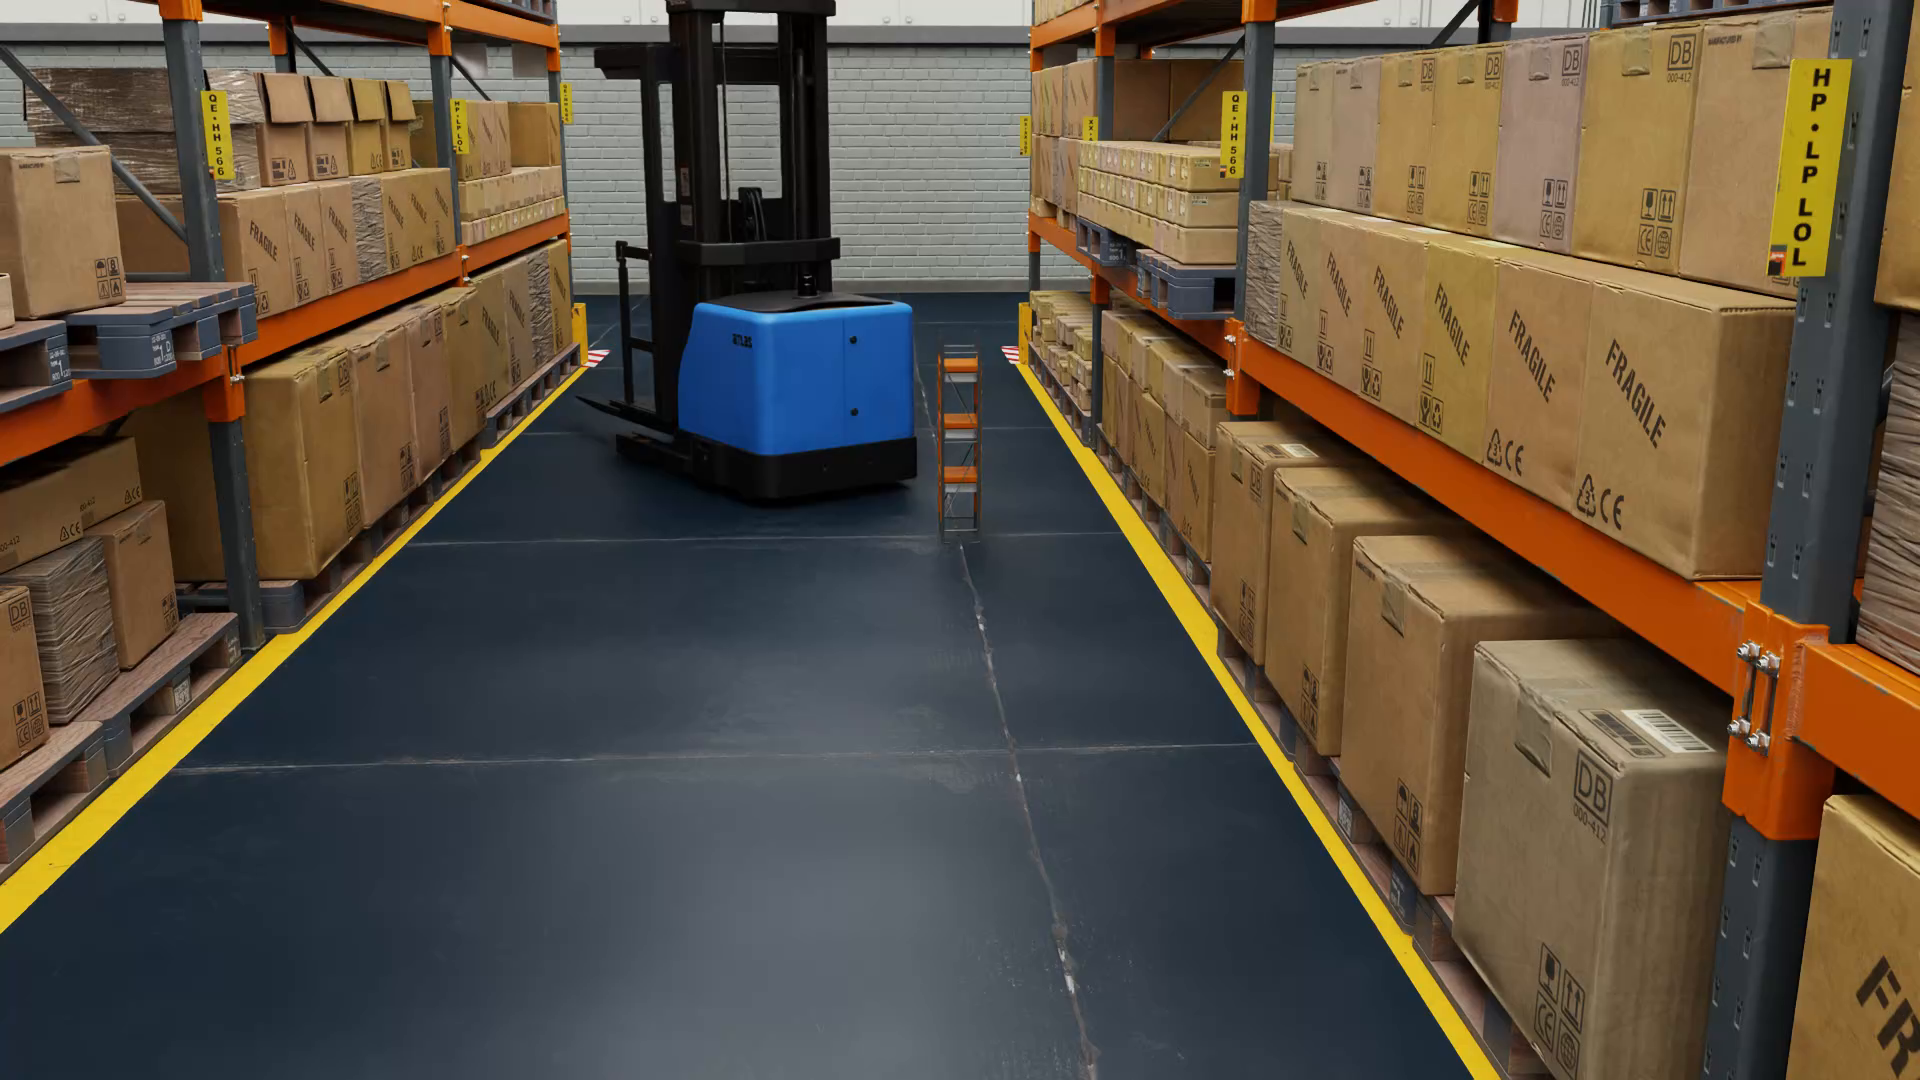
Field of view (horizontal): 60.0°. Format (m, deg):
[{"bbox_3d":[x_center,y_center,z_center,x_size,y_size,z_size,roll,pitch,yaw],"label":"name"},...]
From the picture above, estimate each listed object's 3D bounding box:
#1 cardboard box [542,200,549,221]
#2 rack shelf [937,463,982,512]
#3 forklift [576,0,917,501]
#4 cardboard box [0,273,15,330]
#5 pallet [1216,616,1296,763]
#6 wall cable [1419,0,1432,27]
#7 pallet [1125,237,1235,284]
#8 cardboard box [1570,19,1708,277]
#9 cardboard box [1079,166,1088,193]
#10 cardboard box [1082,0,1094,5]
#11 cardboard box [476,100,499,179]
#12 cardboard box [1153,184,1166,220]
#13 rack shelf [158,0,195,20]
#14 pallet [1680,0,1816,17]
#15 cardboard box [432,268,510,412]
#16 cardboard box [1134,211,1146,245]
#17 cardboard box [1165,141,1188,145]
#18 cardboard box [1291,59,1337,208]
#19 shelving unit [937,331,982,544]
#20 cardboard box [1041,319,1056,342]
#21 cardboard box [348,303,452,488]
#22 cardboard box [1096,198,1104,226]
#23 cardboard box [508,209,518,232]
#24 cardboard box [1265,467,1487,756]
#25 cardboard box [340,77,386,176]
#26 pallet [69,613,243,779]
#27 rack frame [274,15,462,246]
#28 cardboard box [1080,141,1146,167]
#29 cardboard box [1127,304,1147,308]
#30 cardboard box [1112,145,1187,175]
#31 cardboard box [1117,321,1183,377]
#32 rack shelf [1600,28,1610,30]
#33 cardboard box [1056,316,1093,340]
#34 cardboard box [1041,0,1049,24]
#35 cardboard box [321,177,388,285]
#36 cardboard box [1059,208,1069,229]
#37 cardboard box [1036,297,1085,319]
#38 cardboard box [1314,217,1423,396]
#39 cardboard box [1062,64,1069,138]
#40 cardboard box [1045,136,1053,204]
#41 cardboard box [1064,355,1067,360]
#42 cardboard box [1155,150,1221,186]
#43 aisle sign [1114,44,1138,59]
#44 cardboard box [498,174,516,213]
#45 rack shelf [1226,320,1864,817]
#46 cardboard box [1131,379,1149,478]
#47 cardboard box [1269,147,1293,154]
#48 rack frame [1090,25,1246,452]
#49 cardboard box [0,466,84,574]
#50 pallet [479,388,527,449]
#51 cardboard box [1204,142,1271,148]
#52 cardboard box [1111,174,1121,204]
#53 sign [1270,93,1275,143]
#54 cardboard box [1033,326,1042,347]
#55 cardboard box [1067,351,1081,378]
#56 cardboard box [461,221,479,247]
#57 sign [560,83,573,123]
[{"bbox_3d":[-3.455,-2.596,13.100,0.380,0.149,0.250,-1,14,-2],"label":"cardboard box"},{"bbox_3d":[-0.003,-0.242,8.519,0.215,0.259,0.240,-1,14,-3],"label":"rack shelf"},{"bbox_3d":[-1.514,-1.948,10.215,1.130,2.935,3.031,-10,18,-34],"label":"forklift"},{"bbox_3d":[-2.984,-0.729,4.766,0.396,0.266,0.258,-1,14,-5],"label":"cardboard box"},{"bbox_3d":[1.573,0.495,6.178,1.003,0.211,1.213,-1,14,-3],"label":"pallet"},{"bbox_3d":[5.405,-7.459,19.458,0.463,3.000,0.029,-1,14,-3],"label":"wall cable"},{"bbox_3d":[1.436,-1.451,8.532,1.003,0.211,1.213,-1,14,-3],"label":"pallet"},{"bbox_3d":[1.777,-0.842,3.570,0.700,0.500,0.500,-1,14,-4],"label":"cardboard box"},{"bbox_3d":[0.917,-2.168,9.997,0.380,0.149,0.250,-1,14,-3],"label":"cardboard box"},{"bbox_3d":[1.052,-3.545,10.566,0.500,0.250,0.500,-1,14,-2],"label":"cardboard box"},{"bbox_3d":[-3.402,-2.676,11.106,0.500,0.500,0.500,-1,14,-3],"label":"cardboard box"},{"bbox_3d":[1.077,-1.526,7.501,0.380,0.149,0.250,-1,14,-2],"label":"cardboard box"},{"bbox_3d":[-3.233,-1.608,4.180,1.077,0.370,4.000,-1,14,-3],"label":"rack shelf"},{"bbox_3d":[6.173,-4.065,12.463,1.003,0.211,1.213,-1,14,-3],"label":"pallet"},{"bbox_3d":[-3.566,-1.336,11.119,0.875,0.875,0.875,-1,14,-3],"label":"cardboard box"},{"bbox_3d":[1.050,-1.504,8.015,0.380,0.149,0.250,-2,15,-6],"label":"cardboard box"},{"bbox_3d":[1.573,-2.367,10.908,0.500,0.500,0.500,-1,14,-4],"label":"cardboard box"},{"bbox_3d":[1.618,-1.473,6.025,0.700,0.500,0.500,-1,14,-4],"label":"cardboard box"},{"bbox_3d":[-0.003,-0.522,8.447,0.215,1.050,0.252,-1,14,-3],"label":"shelving unit"},{"bbox_3d":[0.852,-1.681,13.320,0.380,0.149,0.250,0,14,-2],"label":"cardboard box"},{"bbox_3d":[-3.489,-0.789,8.995,1.225,0.875,0.875,-1,14,-5],"label":"cardboard box"},{"bbox_3d":[0.966,-1.830,9.282,0.380,0.149,0.250,-1,14,-3],"label":"cardboard box"},{"bbox_3d":[-3.372,-2.275,11.853,0.380,0.149,0.250,-1,14,-3],"label":"cardboard box"},{"bbox_3d":[1.605,0.204,5.386,1.050,0.750,0.750,-1,14,-3],"label":"cardboard box"},{"bbox_3d":[-3.526,-2.200,8.845,0.797,0.503,0.637,-1,14,-3],"label":"cardboard box"},{"bbox_3d":[-3.310,0.544,5.989,1.003,0.211,1.213,-1,14,-3],"label":"pallet"},{"bbox_3d":[-3.605,-1.996,10.263,1.000,3.000,0.127,-1,14,-3],"label":"rack frame"},{"bbox_3d":[0.917,-2.312,9.960,0.380,0.149,0.250,0,14,-1],"label":"cardboard box"},{"bbox_3d":[1.516,-1.768,13.062,0.380,0.149,0.250,0,14,-1],"label":"cardboard box"},{"bbox_3d":[0.998,-1.990,8.710,0.380,0.149,0.250,0,14,-1],"label":"cardboard box"},{"bbox_3d":[1.169,-1.083,9.384,0.500,0.250,0.500,0,14,-2],"label":"cardboard box"},{"bbox_3d":[6.162,-3.750,12.507,1.077,0.370,4.000,-1,14,-3],"label":"rack shelf"},{"bbox_3d":[0.916,-1.566,12.277,0.380,0.149,0.250,-1,14,-5],"label":"cardboard box"},{"bbox_3d":[0.905,-4.175,13.016,0.500,0.250,0.500,0,14,-2],"label":"cardboard box"},{"bbox_3d":[-3.214,-1.554,8.347,0.500,0.500,0.500,-1,14,-3],"label":"cardboard box"},{"bbox_3d":[0.932,-2.381,12.263,0.380,0.149,0.250,-1,14,-2],"label":"cardboard box"},{"bbox_3d":[0.822,-1.886,13.521,0.380,0.149,0.250,-1,14,-4],"label":"cardboard box"},{"bbox_3d":[1.423,-0.733,5.155,0.500,0.500,0.500,-1,14,-3],"label":"cardboard box"},{"bbox_3d":[0.998,-3.093,11.722,0.500,0.500,0.500,-1,14,-2],"label":"cardboard box"},{"bbox_3d":[0.932,-2.864,12.840,0.500,0.500,0.500,-1,14,-3],"label":"cardboard box"},{"bbox_3d":[0.974,-1.286,12.381,0.380,0.149,0.250,-1,14,-2],"label":"cardboard box"},{"bbox_3d":[1.082,-1.665,7.444,0.380,0.149,0.250,0,14,-2],"label":"cardboard box"},{"bbox_3d":[1.399,-4.324,14.094,0.394,0.787,0.004,-1,14,-3],"label":"aisle sign"},{"bbox_3d":[-3.436,-2.441,11.696,0.500,0.250,0.500,-1,14,-2],"label":"cardboard box"},{"bbox_3d":[1.724,-0.207,4.753,1.077,0.370,4.000,-1,14,-3],"label":"rack shelf"},{"bbox_3d":[1.213,-0.591,8.975,0.500,0.500,0.500,-1,14,-2],"label":"cardboard box"},{"bbox_3d":[1.681,-1.867,8.230,0.380,0.149,0.250,0,14,-2],"label":"cardboard box"},{"bbox_3d":[1.352,-2.047,10.463,1.000,3.000,0.127,-1,14,-3],"label":"rack frame"},{"bbox_3d":[-3.243,-0.069,5.402,0.500,0.250,0.500,1,14,3],"label":"cardboard box"},{"bbox_3d":[-3.574,-0.836,11.351,1.003,0.211,1.213,-1,14,-3],"label":"pallet"},{"bbox_3d":[1.603,-2.189,9.482,0.380,0.149,0.250,-1,14,-5],"label":"cardboard box"},{"bbox_3d":[1.003,-1.842,8.729,0.380,0.149,0.250,-1,14,-4],"label":"cardboard box"},{"bbox_3d":[1.906,-2.617,10.356,0.100,0.325,0.005,-1,14,-3],"label":"sign"},{"bbox_3d":[0.817,-1.729,14.107,0.380,0.149,0.250,-1,14,-2],"label":"cardboard box"},{"bbox_3d":[0.952,-1.221,11.533,0.380,0.149,0.250,-1,14,-5],"label":"cardboard box"},{"bbox_3d":[-3.291,-1.953,10.601,0.380,0.149,0.250,-1,14,-3],"label":"cardboard box"},{"bbox_3d":[-3.310,-3.671,13.975,0.100,0.325,0.005,-1,14,-3],"label":"sign"}]
